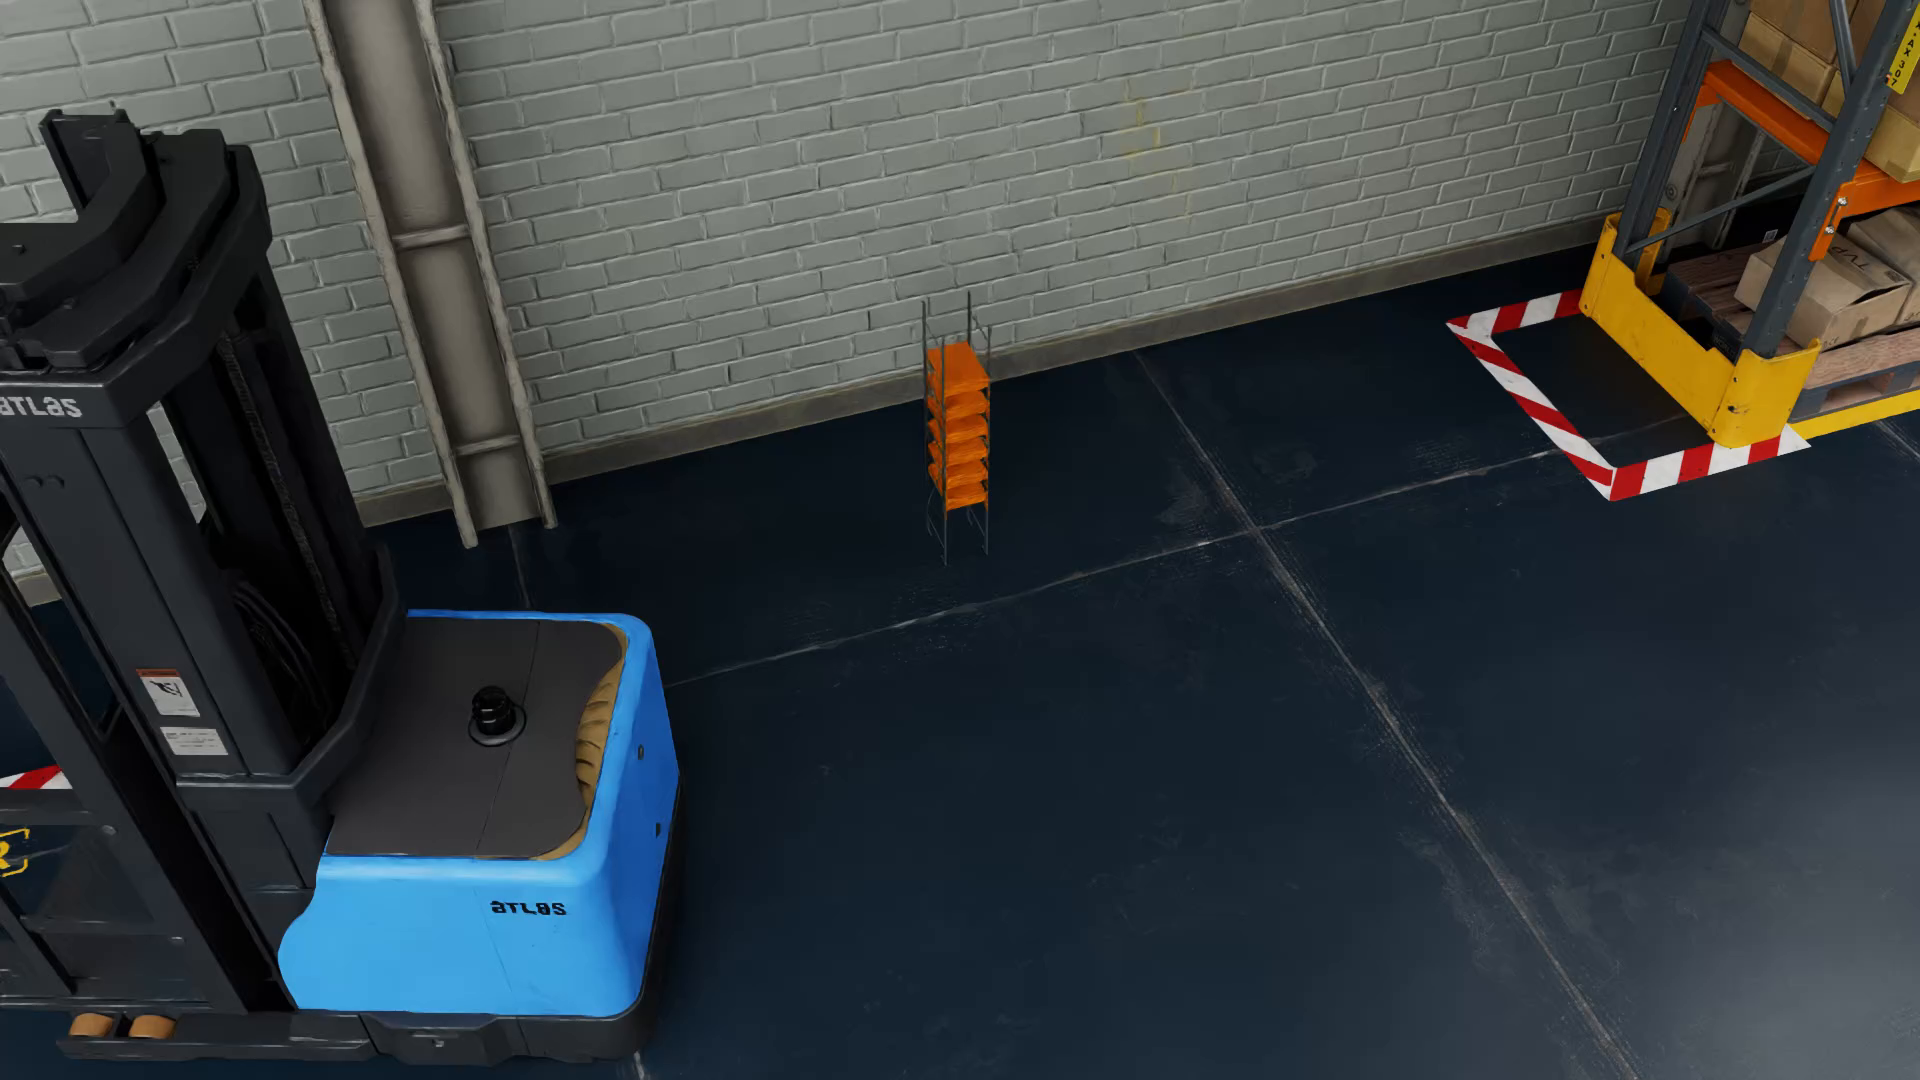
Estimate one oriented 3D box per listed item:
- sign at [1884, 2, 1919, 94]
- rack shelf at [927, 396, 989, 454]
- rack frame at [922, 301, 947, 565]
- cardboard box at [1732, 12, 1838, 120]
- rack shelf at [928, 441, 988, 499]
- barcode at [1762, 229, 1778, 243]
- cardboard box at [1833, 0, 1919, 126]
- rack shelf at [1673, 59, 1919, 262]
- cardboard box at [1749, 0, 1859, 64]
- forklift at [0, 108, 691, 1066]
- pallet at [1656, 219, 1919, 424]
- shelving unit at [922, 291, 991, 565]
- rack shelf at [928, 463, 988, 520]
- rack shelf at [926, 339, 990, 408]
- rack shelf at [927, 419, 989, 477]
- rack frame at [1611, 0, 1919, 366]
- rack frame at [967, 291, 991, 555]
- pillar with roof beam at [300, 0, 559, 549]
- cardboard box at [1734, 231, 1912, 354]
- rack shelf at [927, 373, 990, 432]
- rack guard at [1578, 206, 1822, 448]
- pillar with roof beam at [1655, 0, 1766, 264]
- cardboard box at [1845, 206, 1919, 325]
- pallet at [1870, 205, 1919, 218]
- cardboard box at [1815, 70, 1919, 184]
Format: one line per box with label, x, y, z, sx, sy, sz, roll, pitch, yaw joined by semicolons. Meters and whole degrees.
sign;3.507;-1.814;6.138;0.005;0.325;0.100;-14;47;-14
rack shelf;-0.014;-0.473;6.577;0.180;0.103;0.258;-14;47;-14
rack frame;-0.100;-0.398;6.609;0.006;1.200;0.240;-14;47;-14
cardboard box;3.696;-2.065;7.092;0.500;0.250;0.500;-14;47;-13
rack shelf;-0.014;-0.304;6.747;0.180;0.103;0.258;-14;47;-14
barcode;3.885;-1.456;7.974;0.075;0.075;0.001;-14;47;-14
cardboard box;3.873;-2.003;6.500;0.500;0.500;0.500;-14;47;-14
rack shelf;5.203;-2.097;7.539;4.000;0.370;1.077;-14;47;-14
cardboard box;3.693;-2.343;6.839;0.500;0.500;0.500;-15;47;-14
forklift;-2.493;0.272;4.719;3.031;2.935;1.130;1;45;1
pallet;4.170;-1.075;7.982;1.213;0.211;1.003;-14;47;-14
shelving unit;-0.014;-0.420;6.631;0.189;1.200;0.258;-14;47;-14
rack shelf;-0.014;-0.219;6.832;0.180;0.103;0.258;-14;47;-14
rack shelf;-0.014;-0.643;6.407;0.180;0.103;0.258;-14;47;-14
rack shelf;-0.014;-0.389;6.662;0.180;0.103;0.258;-14;47;-14
rack frame;3.322;-1.870;6.805;0.127;3.000;1.000;-14;47;-14
rack frame;0.072;-0.442;6.653;0.006;1.200;0.240;-14;47;-14
pillar with roof beam;-0.495;-0.421;1.126;0.400;9.000;9.100;-14;47;-14
cardboard box;4.003;-1.182;7.707;0.500;0.311;0.500;-19;48;-18
rack shelf;-0.014;-0.558;6.492;0.180;0.103;0.258;-14;47;-14
rack guard;3.394;-1.005;7.708;0.348;0.500;1.175;-14;47;-14
pillar with roof beam;5.149;-1.864;2.564;0.400;9.000;9.100;-14;47;-14
cardboard box;4.540;-1.319;7.844;0.500;0.311;0.500;-11;46;-11
pallet;5.315;-1.366;8.272;1.213;0.211;1.003;-14;47;-14
cardboard box;3.889;-1.730;6.757;0.500;0.250;0.500;-16;47;-15
